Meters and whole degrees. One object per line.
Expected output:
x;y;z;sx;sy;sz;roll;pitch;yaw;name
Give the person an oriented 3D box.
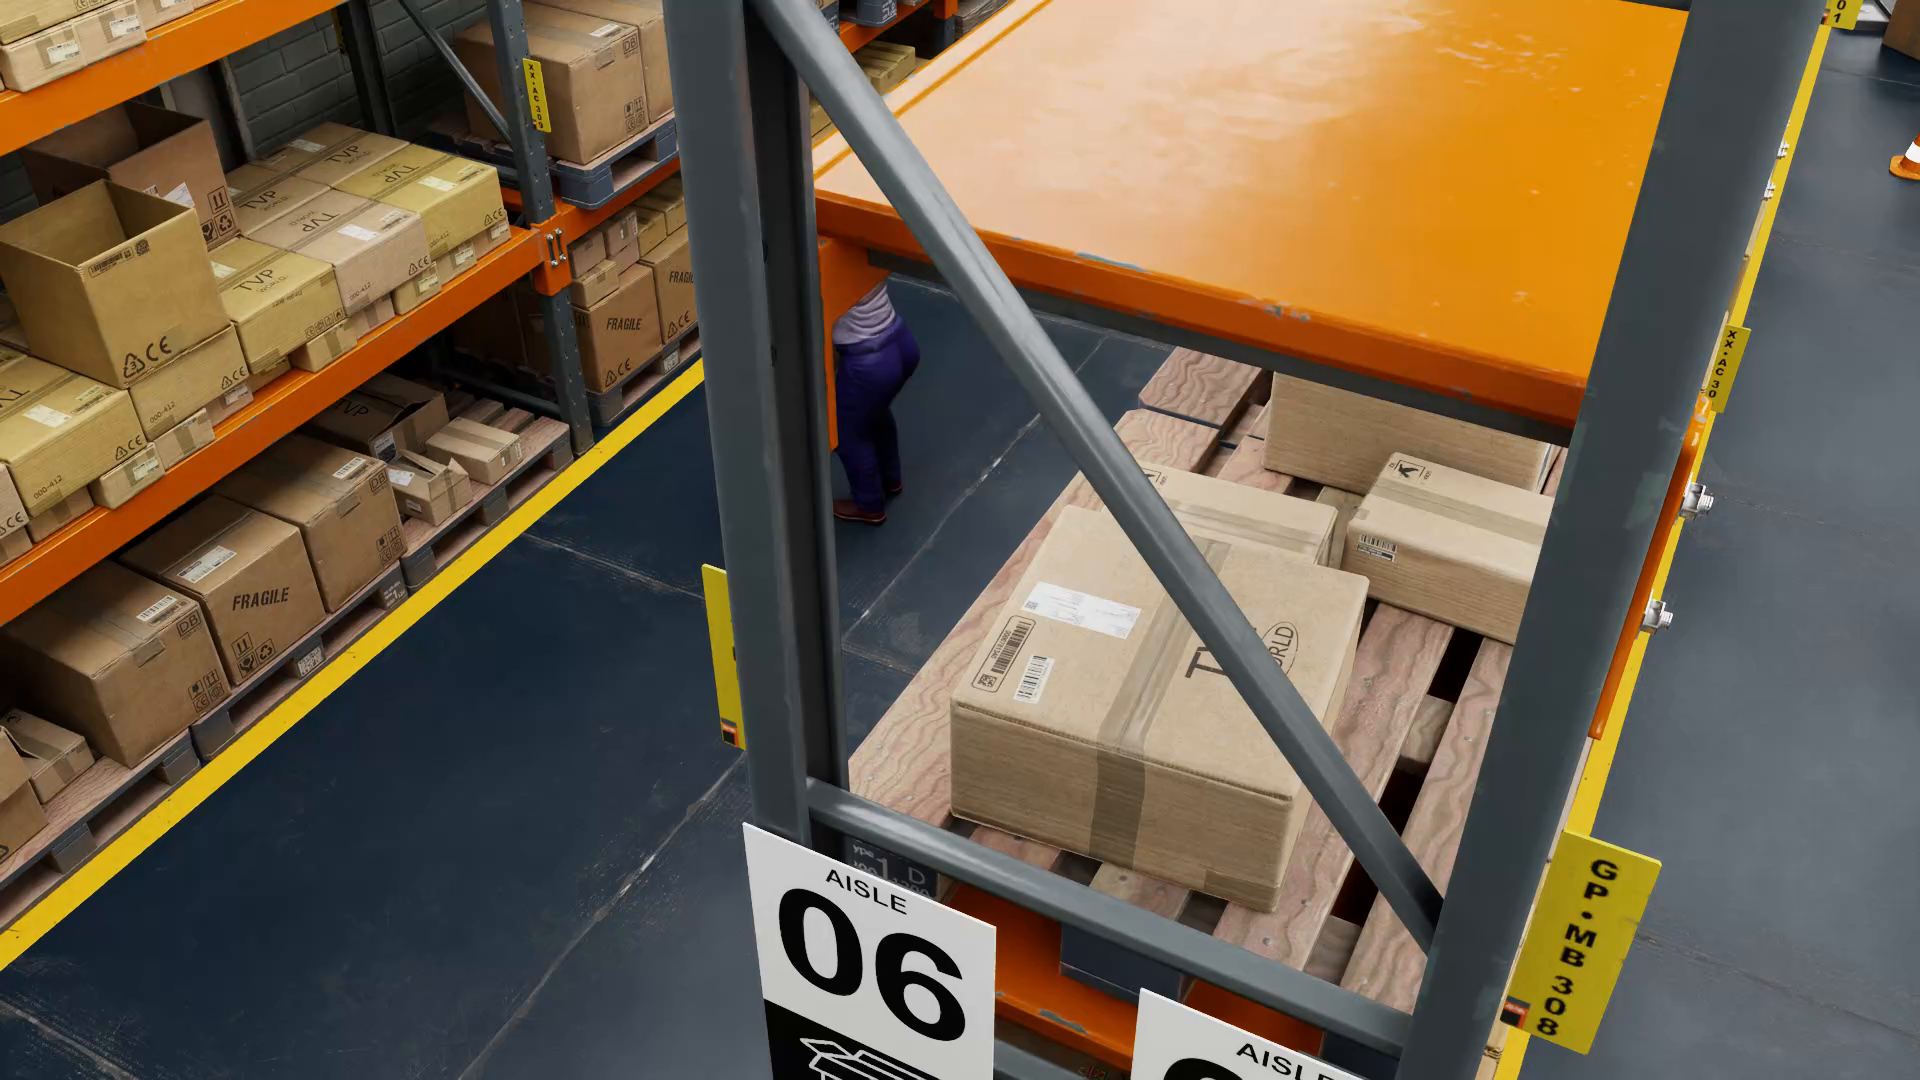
-0.491;-0.841;7.762;0.559;1.624;0.435;17;41;20;person
